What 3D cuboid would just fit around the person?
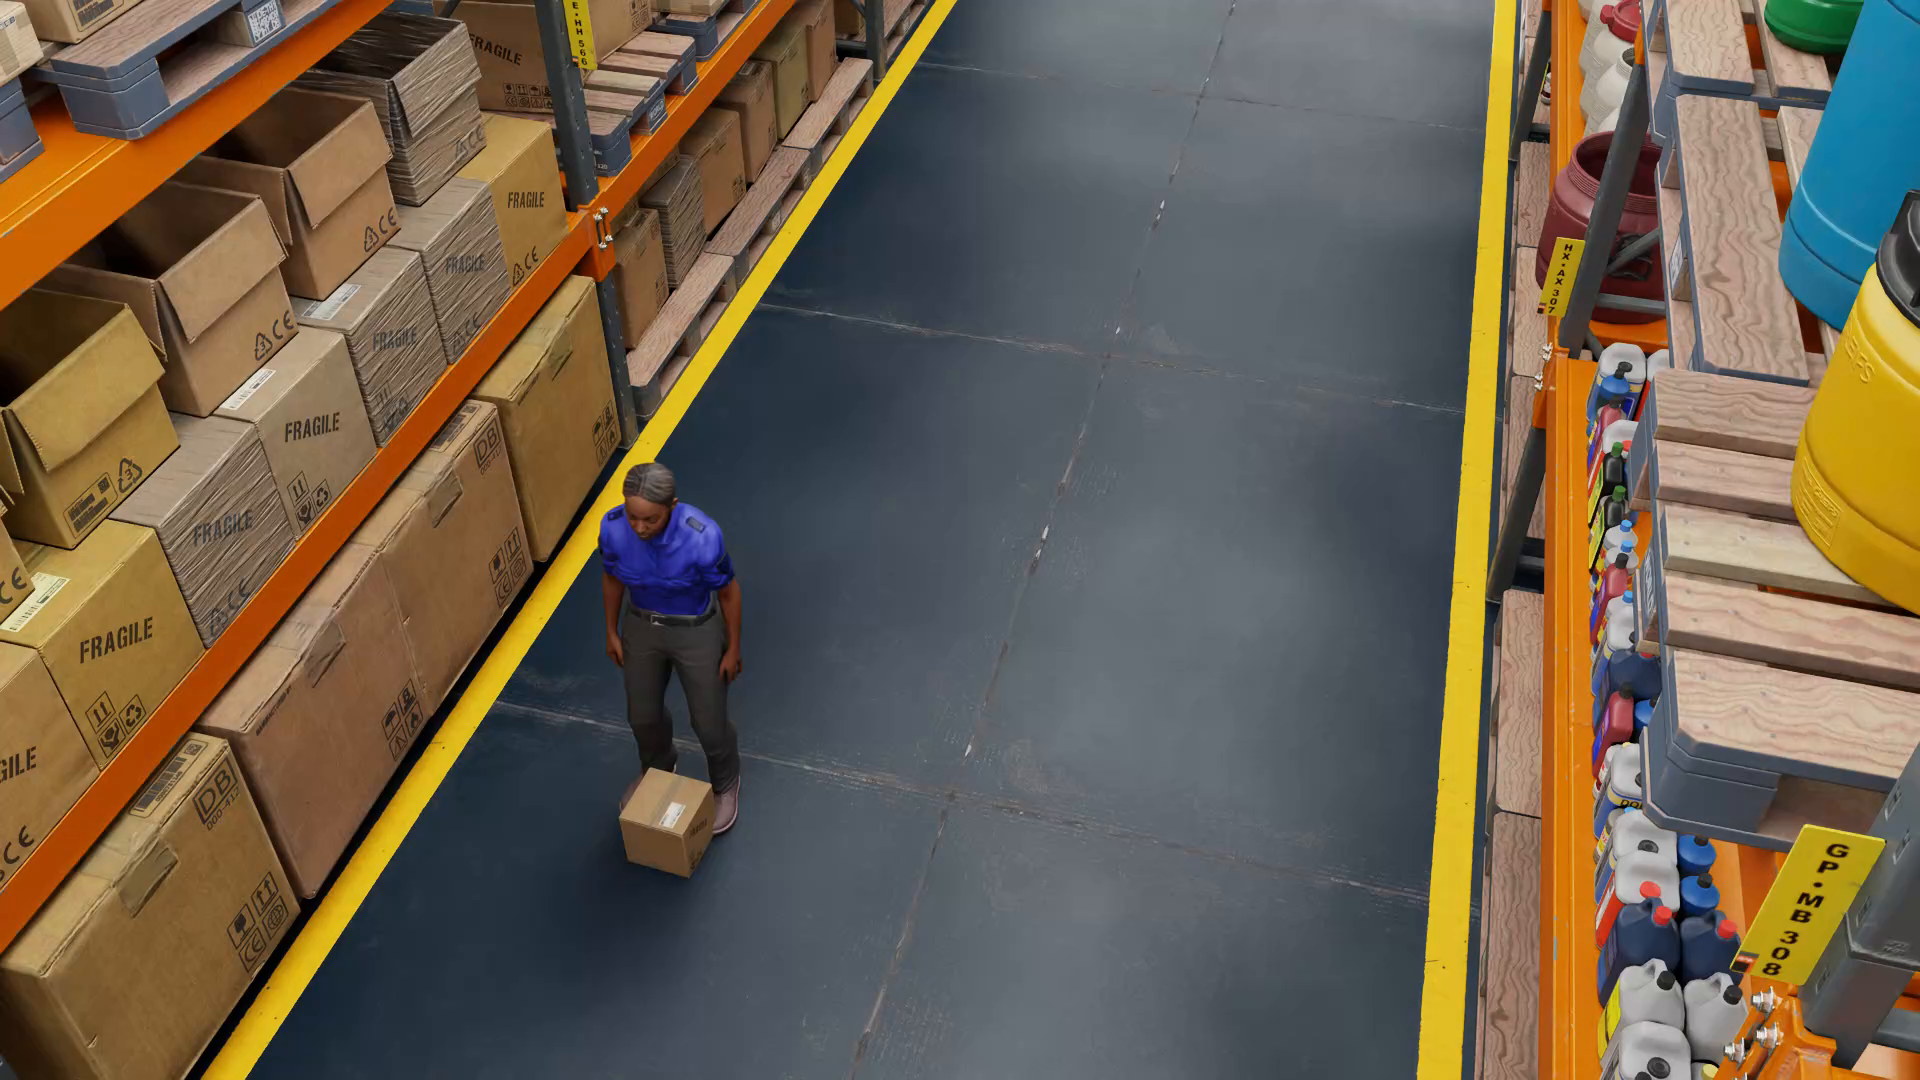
[{"bbox_3d":[-1.005,0.349,5.765,0.522,1.653,0.352,8,42,9],"label":"person"}]
